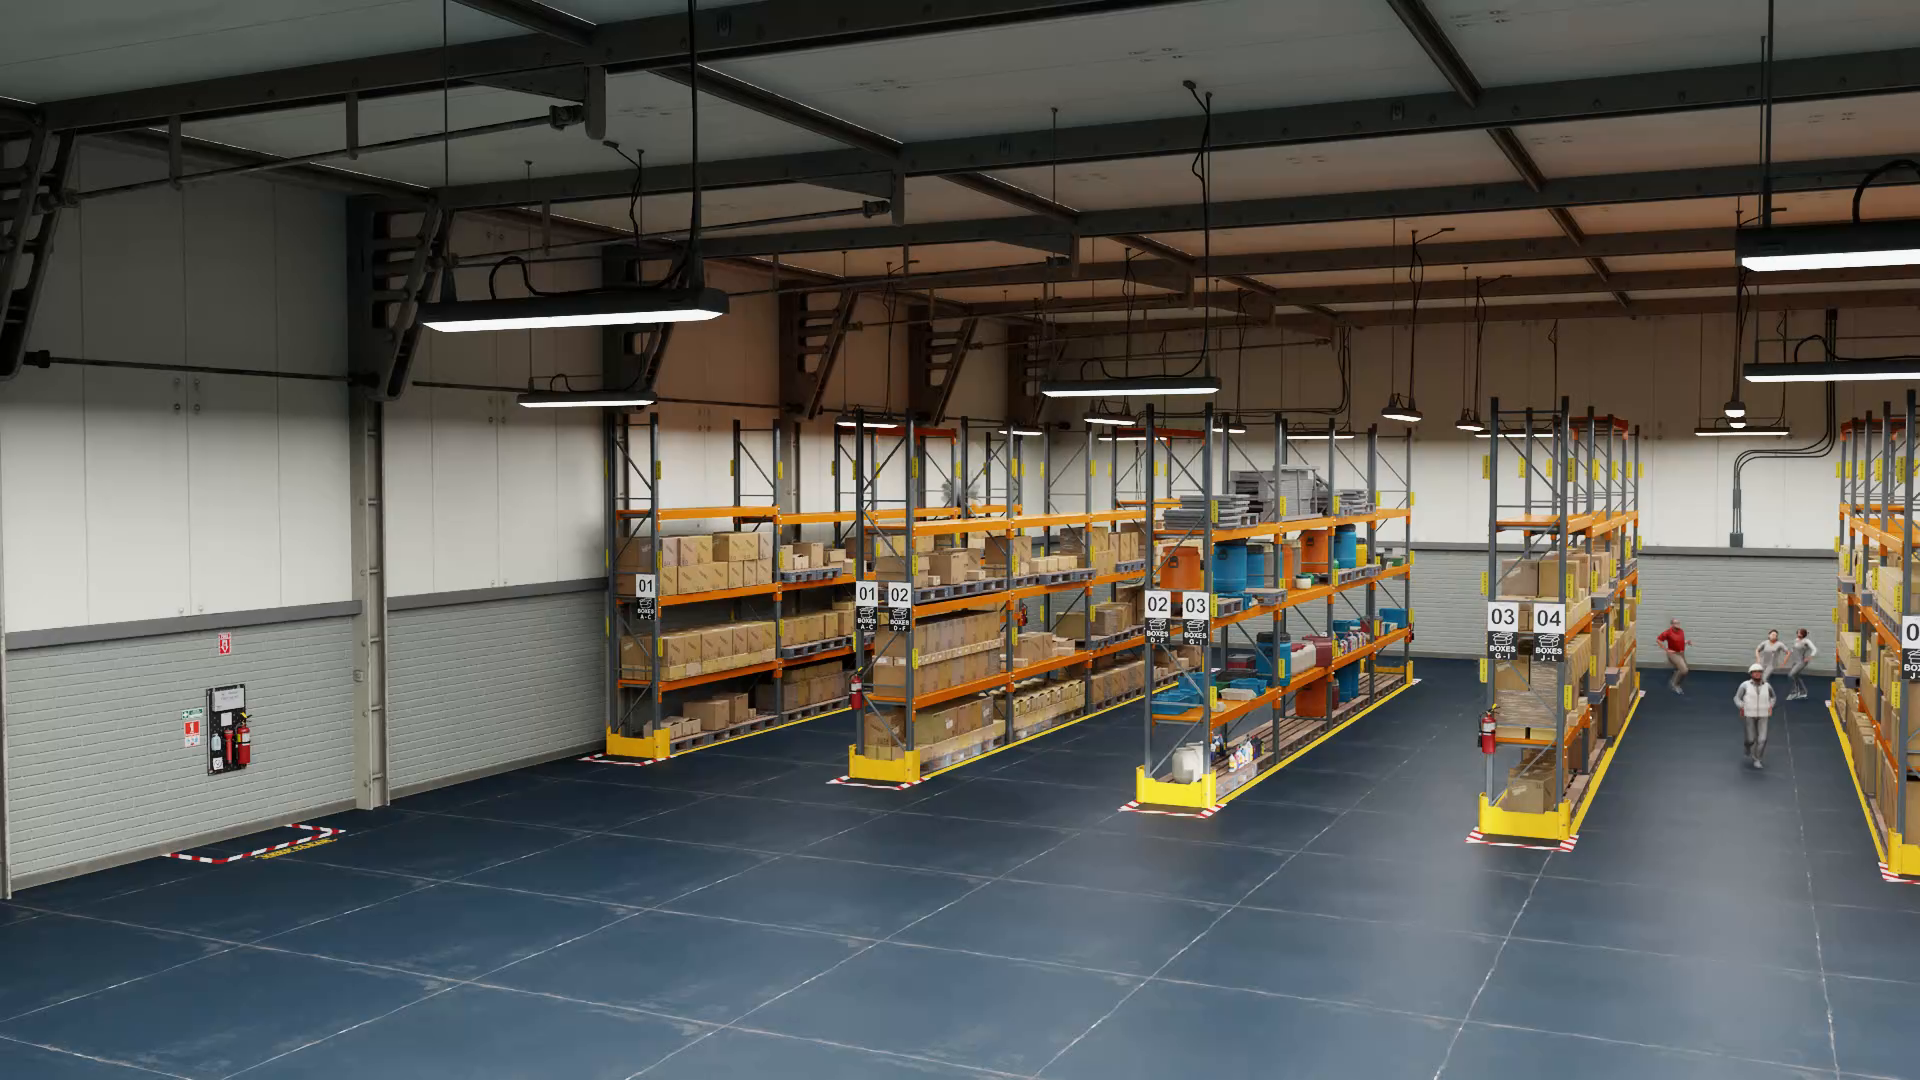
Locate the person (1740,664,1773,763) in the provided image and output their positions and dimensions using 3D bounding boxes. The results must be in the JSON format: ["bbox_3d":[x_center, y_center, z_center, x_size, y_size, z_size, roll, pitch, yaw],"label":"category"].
[{"bbox_3d":[13.450,2.927,28.125,0.564,1.670,0.579,1,2,15],"label":"person"}]

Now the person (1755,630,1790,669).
[{"bbox_3d":[17.440,2.711,35.804,0.558,1.585,0.708,-2,3,-39],"label":"person"}]

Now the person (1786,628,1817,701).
[{"bbox_3d":[18.219,2.720,36.080,0.560,1.591,0.598,0,2,-6],"label":"person"}]

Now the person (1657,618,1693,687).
[{"bbox_3d":[16.032,2.533,37.175,0.666,1.565,0.659,-2,3,-33],"label":"person"}]
